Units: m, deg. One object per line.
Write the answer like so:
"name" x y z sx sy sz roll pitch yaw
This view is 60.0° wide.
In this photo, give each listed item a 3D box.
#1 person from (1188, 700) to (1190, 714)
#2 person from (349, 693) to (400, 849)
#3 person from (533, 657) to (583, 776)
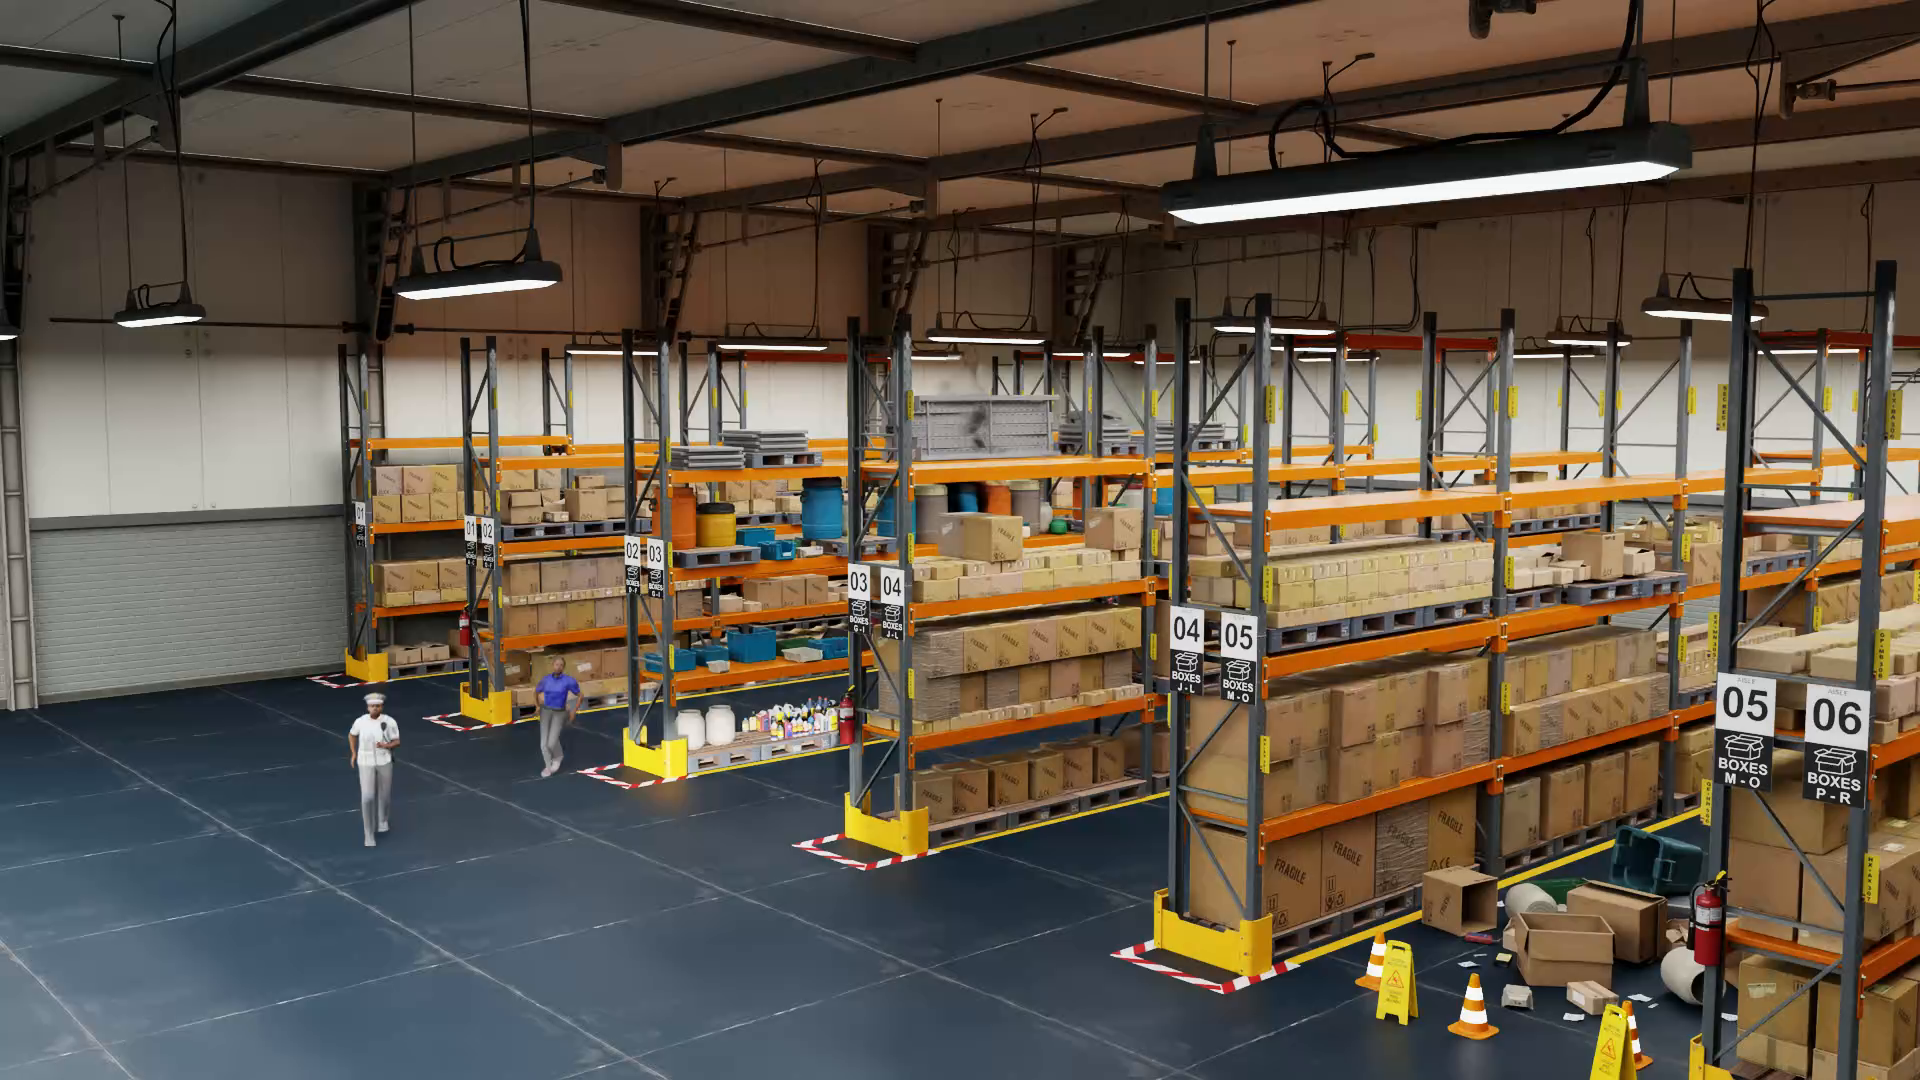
"person" 3.497 2.070 24.732 0.841 1.815 0.635 -5 7 -44
"person" -6.708 2.617 19.087 0.546 1.753 0.755 -2 6 -22
"person" -5.423 2.374 22.282 0.650 1.613 0.493 1 5 6
